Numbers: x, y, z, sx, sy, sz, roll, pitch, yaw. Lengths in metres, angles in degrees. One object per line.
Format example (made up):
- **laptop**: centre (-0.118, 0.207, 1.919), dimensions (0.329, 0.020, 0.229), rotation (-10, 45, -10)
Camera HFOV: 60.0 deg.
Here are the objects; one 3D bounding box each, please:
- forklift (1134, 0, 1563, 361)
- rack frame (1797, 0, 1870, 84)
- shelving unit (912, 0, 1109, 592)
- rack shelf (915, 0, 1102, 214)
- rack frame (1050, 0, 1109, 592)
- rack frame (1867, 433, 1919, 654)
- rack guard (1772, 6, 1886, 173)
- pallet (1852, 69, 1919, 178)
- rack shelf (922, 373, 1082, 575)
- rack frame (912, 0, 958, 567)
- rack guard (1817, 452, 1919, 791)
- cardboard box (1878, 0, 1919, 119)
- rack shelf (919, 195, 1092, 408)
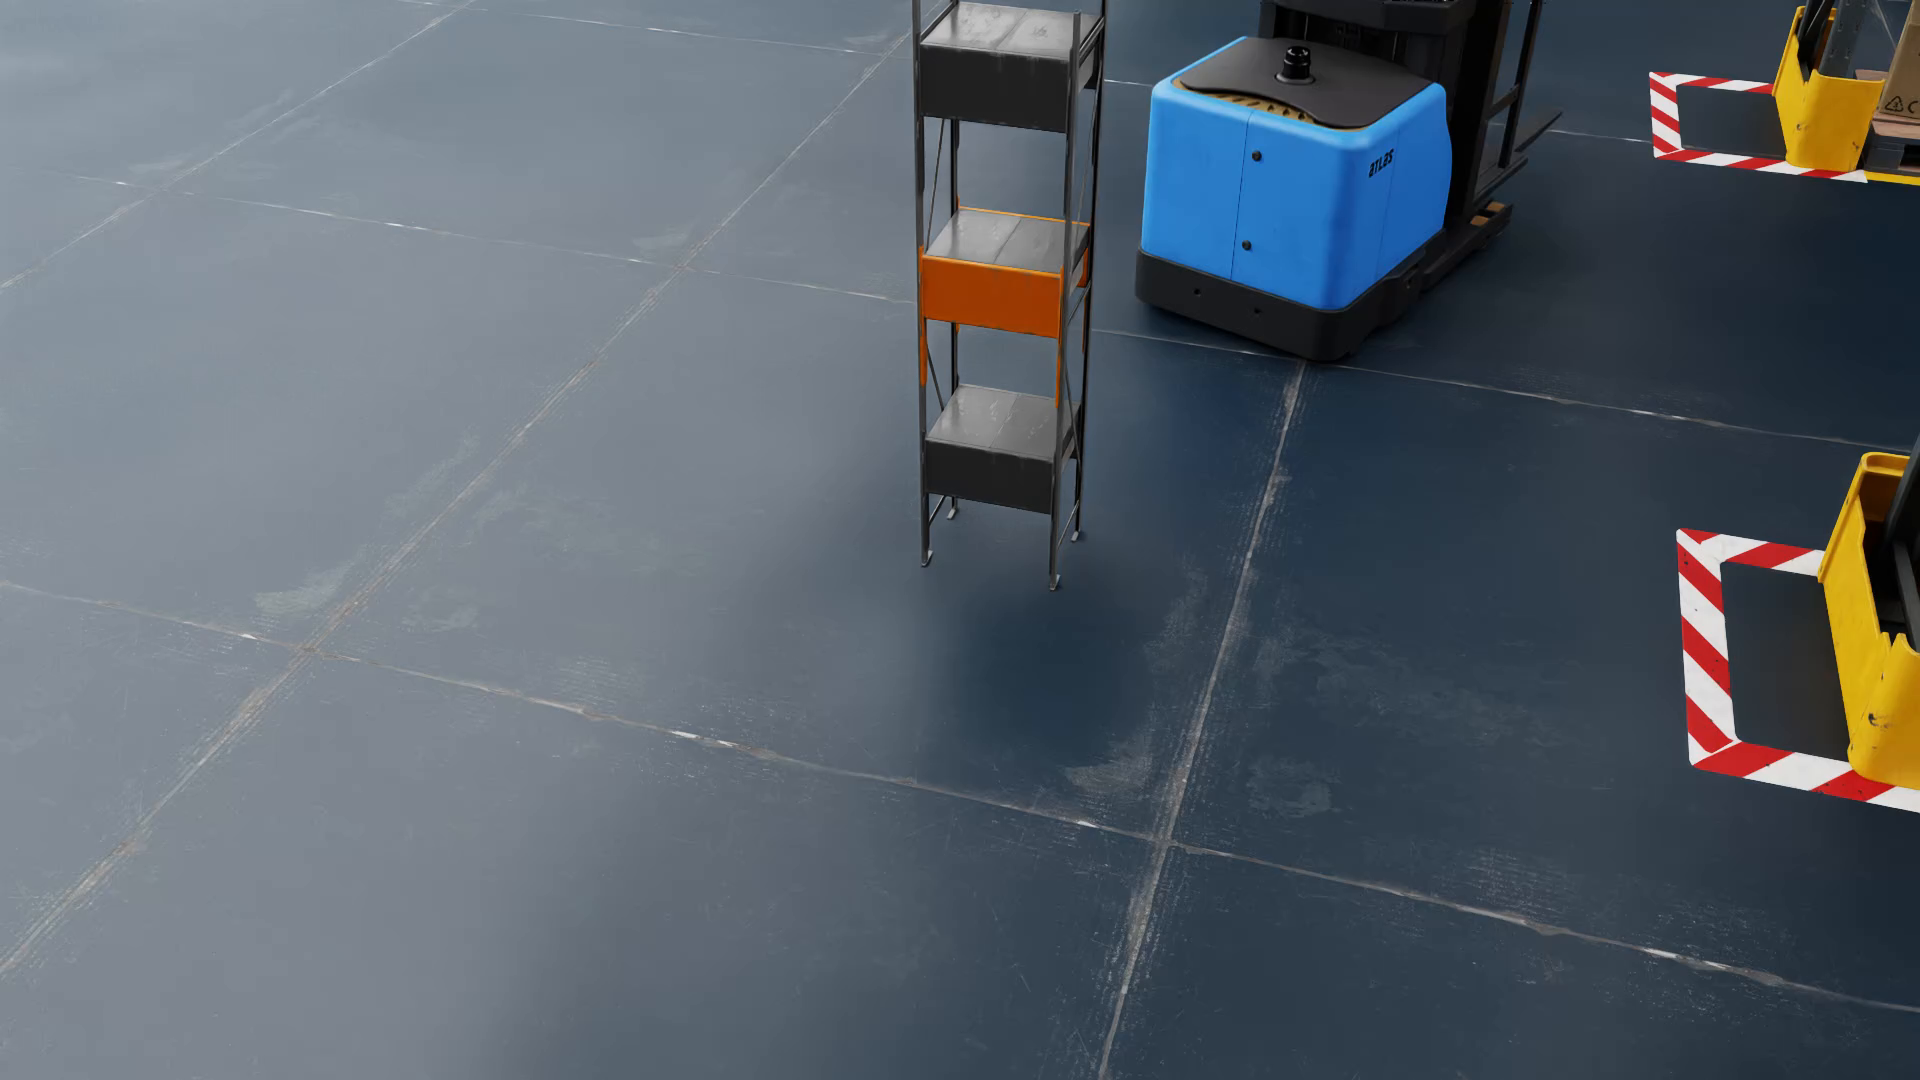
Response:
- **forklift**: centre (2.102, -2.769, 7.539), dimensions (1.130, 2.935, 3.031), rotation (25, 43, 29)
- **rack frame**: centre (4.746, -3.546, 8.538), dimensions (0.127, 3.000, 1.000), rotation (10, 38, 14)
- **shelving unit**: centre (0.158, -0.816, 5.588), dimensions (0.503, 2.100, 0.431), rotation (10, 38, 14)
- **rack shelf**: centre (0.158, -1.369, 5.181), dimensions (0.480, 0.518, 0.431), rotation (10, 38, 14)
- **rack frame**: centre (0.391, -0.773, 5.529), dimensions (0.015, 2.100, 0.400), rotation (10, 38, 14)
- **rack frame**: centre (3.170, -0.758, 4.749), dimensions (0.127, 3.000, 1.000), rotation (10, 38, 14)
- **rack guard**: centre (4.818, -2.526, 9.260), dimensions (0.348, 0.500, 1.175), rotation (10, 38, 14)
- **pallet**: centre (5.583, -2.246, 9.124), dimensions (1.213, 0.211, 1.003), rotation (10, 38, 14)
- **rack shelf**: centre (0.158, -0.242, 6.011), dimensions (0.480, 0.518, 0.431), rotation (10, 38, 14)
- **rack frame**: centre (-0.075, -0.860, 5.646), dimensions (0.015, 2.100, 0.400), rotation (10, 38, 14)
- **rack guard**: centre (3.148, 0.245, 5.496), dimensions (0.348, 0.500, 1.175), rotation (10, 38, 14)
- **cardboard box**: centre (5.337, -2.589, 8.991), dimensions (0.500, 0.500, 0.500), rotation (18, 40, 22)
- **rack shelf**: centre (0.158, -0.805, 5.596), dimensions (0.480, 0.518, 0.431), rotation (10, 38, 14)
